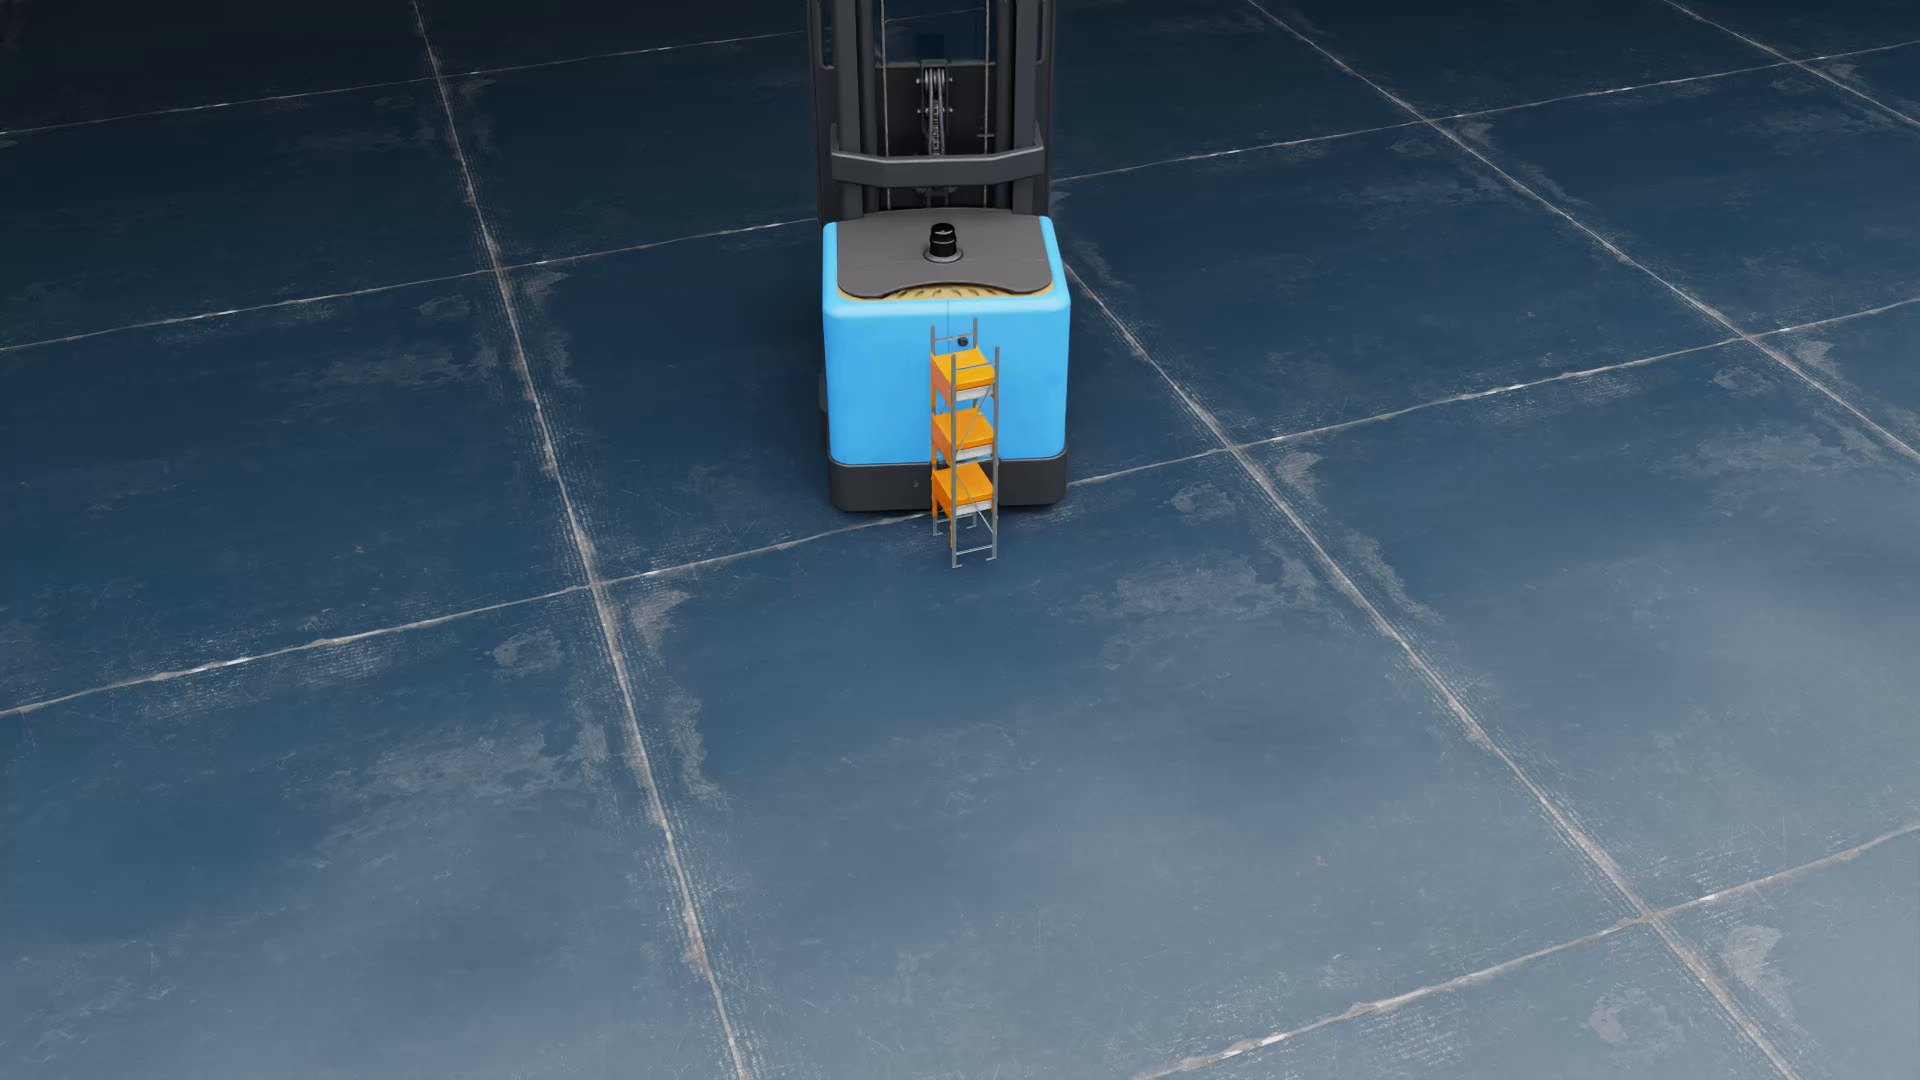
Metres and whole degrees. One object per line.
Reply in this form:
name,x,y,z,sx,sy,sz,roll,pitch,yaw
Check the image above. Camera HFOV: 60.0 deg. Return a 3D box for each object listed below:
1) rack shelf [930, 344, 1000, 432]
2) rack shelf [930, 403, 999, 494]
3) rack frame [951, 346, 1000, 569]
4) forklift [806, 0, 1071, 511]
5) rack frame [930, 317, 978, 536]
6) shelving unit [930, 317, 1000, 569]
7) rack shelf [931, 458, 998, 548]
rack shelf,0.018,-0.607,6.730,0.215,0.259,0.240,-12,39,-16
rack shelf,0.018,-0.381,6.900,0.215,0.259,0.240,-12,39,-16
rack frame,0.060,-0.320,6.803,0.200,1.050,0.008,-12,39,-16
forklift,-0.142,-2.163,7.686,1.130,2.935,3.031,-2,37,-3
rack frame,-0.024,-0.458,6.985,0.200,1.050,0.008,-12,39,-16
shelving unit,0.018,-0.389,6.894,0.215,1.050,0.252,-12,39,-16
rack shelf,0.018,-0.159,7.068,0.215,0.259,0.240,-12,39,-16
